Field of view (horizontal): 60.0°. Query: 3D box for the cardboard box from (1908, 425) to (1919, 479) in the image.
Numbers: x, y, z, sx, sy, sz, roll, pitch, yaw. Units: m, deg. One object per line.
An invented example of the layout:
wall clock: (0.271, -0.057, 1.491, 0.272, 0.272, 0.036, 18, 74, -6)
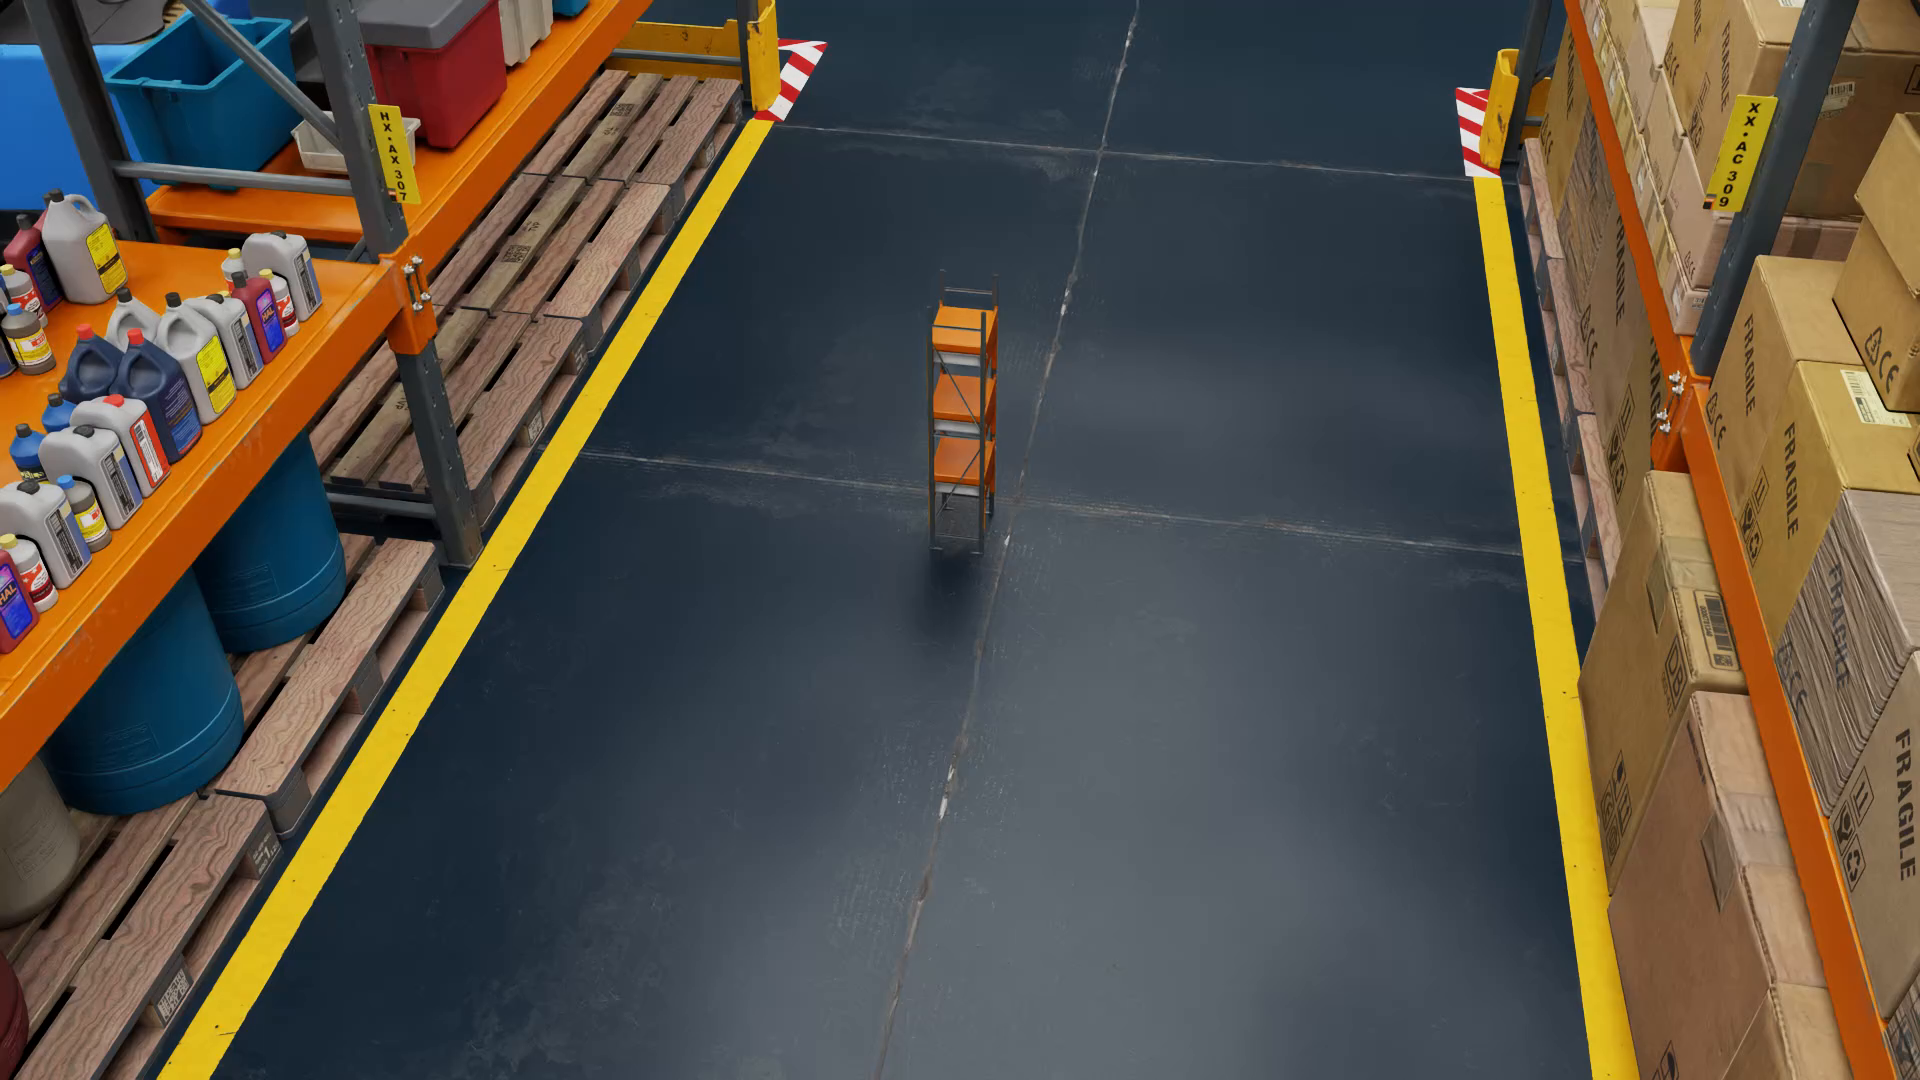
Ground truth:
cardboard box: (2.368, -0.185, 3.254, 0.797, 0.503, 0.637, 7, 40, 8)

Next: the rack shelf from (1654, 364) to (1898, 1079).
rack shelf: (2.254, 0.941, 3.322, 1.077, 0.370, 4.000, 6, 40, 8)

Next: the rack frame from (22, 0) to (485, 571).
rack frame: (-2.278, -1.138, 5.272, 1.000, 3.000, 0.127, 6, 40, 8)

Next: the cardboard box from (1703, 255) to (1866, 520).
cardboard box: (2.275, -0.369, 4.264, 0.500, 0.500, 0.500, 7, 40, 8)

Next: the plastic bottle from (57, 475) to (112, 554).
plastic bottle: (-2.194, -0.072, 4.139, 0.097, 0.201, 0.097, 0, 40, 0)

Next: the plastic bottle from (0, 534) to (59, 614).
plastic bottle: (-2.235, 0.074, 3.963, 0.097, 0.201, 0.097, 0, 40, 0)

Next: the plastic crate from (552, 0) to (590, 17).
plastic crate: (-1.688, -2.289, 6.749, 0.416, 0.233, 0.300, 6, 40, 8)

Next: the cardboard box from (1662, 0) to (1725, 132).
cardboard box: (2.508, -1.569, 5.090, 0.500, 0.500, 0.500, 7, 40, 8)

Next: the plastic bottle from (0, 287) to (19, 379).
plastic bottle: (-2.796, -0.612, 4.733, 0.152, 0.276, 0.135, 6, 40, 8)

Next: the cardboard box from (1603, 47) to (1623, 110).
cardboard box: (2.598, -1.688, 6.135, 0.380, 0.149, 0.250, 7, 40, 8)

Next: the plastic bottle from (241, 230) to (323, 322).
plastic bottle: (-2.027, -0.807, 4.969, 0.152, 0.276, 0.135, 6, 40, 8)

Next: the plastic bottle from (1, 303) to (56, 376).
plastic bottle: (-2.670, -0.581, 4.754, 0.097, 0.201, 0.097, 0, 40, 0)

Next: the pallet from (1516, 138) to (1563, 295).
pallet: (3.231, -1.517, 7.919, 1.003, 0.211, 1.213, 6, 40, 8)

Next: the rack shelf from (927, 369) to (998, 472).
rack shelf: (0.009, -0.430, 5.963, 0.215, 0.259, 0.240, 6, 40, 8)

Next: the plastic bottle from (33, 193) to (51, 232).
plastic bottle: (-2.761, -0.909, 5.088, 0.061, 0.283, 0.133, 6, 40, 8)

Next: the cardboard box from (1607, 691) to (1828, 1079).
cardboard box: (2.356, 1.030, 3.988, 1.225, 0.875, 0.875, 5, 40, 6)

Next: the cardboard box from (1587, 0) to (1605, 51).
cardboard box: (2.686, -2.011, 6.526, 0.380, 0.149, 0.250, 6, 40, 7)

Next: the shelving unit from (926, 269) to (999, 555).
shelving unit: (0.009, -0.438, 5.956, 0.215, 1.050, 0.252, 6, 40, 8)

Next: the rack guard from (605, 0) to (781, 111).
rack guard: (-1.594, -2.701, 9.125, 1.175, 0.500, 0.348, 6, 40, 8)

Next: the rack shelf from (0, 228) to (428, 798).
rack shelf: (-2.624, 0.395, 3.983, 1.077, 0.370, 4.000, 6, 40, 8)

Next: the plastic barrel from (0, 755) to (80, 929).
plastic barrel: (-2.697, 0.788, 4.566, 0.421, 0.512, 0.421, 0, 40, 0)

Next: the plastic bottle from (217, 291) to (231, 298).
plastic bottle: (-2.104, -0.625, 4.808, 0.097, 0.201, 0.097, 0, 40, 0)

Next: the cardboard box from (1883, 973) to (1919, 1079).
cardboard box: (1.928, 0.905, 2.723, 0.500, 0.500, 0.500, 5, 40, 6)

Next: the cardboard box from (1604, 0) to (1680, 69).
cardboard box: (2.685, -1.917, 6.099, 0.500, 0.250, 0.500, 6, 40, 7)

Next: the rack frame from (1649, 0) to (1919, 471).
rack frame: (2.601, -0.591, 4.611, 1.000, 3.000, 0.127, 6, 40, 8)

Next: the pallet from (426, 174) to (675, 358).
pallet: (-1.980, -1.296, 7.652, 1.003, 0.211, 1.213, 6, 40, 8)

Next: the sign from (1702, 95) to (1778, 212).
sign: (2.054, -1.016, 4.383, 0.100, 0.325, 0.005, 6, 40, 8)

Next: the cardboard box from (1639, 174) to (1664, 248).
cardboard box: (2.420, -1.045, 5.357, 0.380, 0.149, 0.250, 6, 40, 7)

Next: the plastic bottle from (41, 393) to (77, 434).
plastic bottle: (-2.304, -0.261, 4.313, 0.097, 0.271, 0.097, 0, 40, 0)

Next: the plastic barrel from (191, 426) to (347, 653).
plastic barrel: (-2.389, -0.151, 5.396, 0.600, 0.901, 0.708, 6, 40, 8)

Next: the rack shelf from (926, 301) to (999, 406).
rack shelf: (0.009, -0.649, 5.782, 0.215, 0.259, 0.240, 6, 40, 8)

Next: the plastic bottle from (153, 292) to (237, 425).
plastic bottle: (-2.114, -0.506, 4.546, 0.144, 0.351, 0.185, 6, 40, 8)

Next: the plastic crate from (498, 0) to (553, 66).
plastic crate: (-1.832, -2.053, 6.425, 0.437, 0.282, 0.530, 6, 40, 8)

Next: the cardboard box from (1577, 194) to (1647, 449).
cardboard box: (2.949, -0.905, 6.328, 0.875, 0.875, 0.875, 6, 40, 8)

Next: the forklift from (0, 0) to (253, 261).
forklift: (-4.898, -2.727, 7.248, 3.031, 2.935, 1.130, 1, 40, 1)

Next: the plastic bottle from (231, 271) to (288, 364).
plastic bottle: (-2.023, -0.659, 4.785, 0.061, 0.283, 0.133, 6, 40, 8)

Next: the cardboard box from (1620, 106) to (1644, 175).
cardboard box: (2.508, -1.368, 5.748, 0.380, 0.149, 0.250, 7, 40, 9)

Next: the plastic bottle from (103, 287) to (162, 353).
plastic bottle: (-2.256, -0.521, 4.565, 0.144, 0.351, 0.185, 6, 40, 8)

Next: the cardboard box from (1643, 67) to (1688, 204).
cardboard box: (2.506, -1.279, 5.328, 0.500, 0.250, 0.500, 8, 40, 9)

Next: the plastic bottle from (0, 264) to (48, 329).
plastic bottle: (-2.786, -0.720, 4.922, 0.097, 0.201, 0.097, 0, 40, 0)

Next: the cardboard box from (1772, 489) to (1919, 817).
cardboard box: (2.102, 0.261, 3.502, 0.500, 0.500, 0.500, 6, 40, 7)

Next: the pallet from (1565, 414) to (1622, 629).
pallet: (2.809, 0.015, 6.067, 1.003, 0.211, 1.213, 6, 40, 8)

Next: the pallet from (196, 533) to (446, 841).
pallet: (-2.452, 0.417, 5.580, 1.003, 0.211, 1.213, 6, 40, 8)

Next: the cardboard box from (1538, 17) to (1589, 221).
cardboard box: (3.261, -2.034, 7.694, 0.875, 0.875, 0.875, 6, 40, 8)

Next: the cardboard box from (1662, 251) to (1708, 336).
cardboard box: (2.331, -0.722, 4.966, 0.380, 0.149, 0.250, 7, 40, 8)

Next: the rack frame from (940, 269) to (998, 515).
rack frame: (0.030, -0.515, 6.049, 0.200, 1.050, 0.008, 6, 40, 8)

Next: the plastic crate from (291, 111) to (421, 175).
plastic crate: (-2.056, -1.335, 5.671, 0.396, 0.136, 0.243, 6, 40, 8)

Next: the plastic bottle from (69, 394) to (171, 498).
plastic bottle: (-2.178, -0.261, 4.309, 0.152, 0.276, 0.135, 6, 40, 8)
